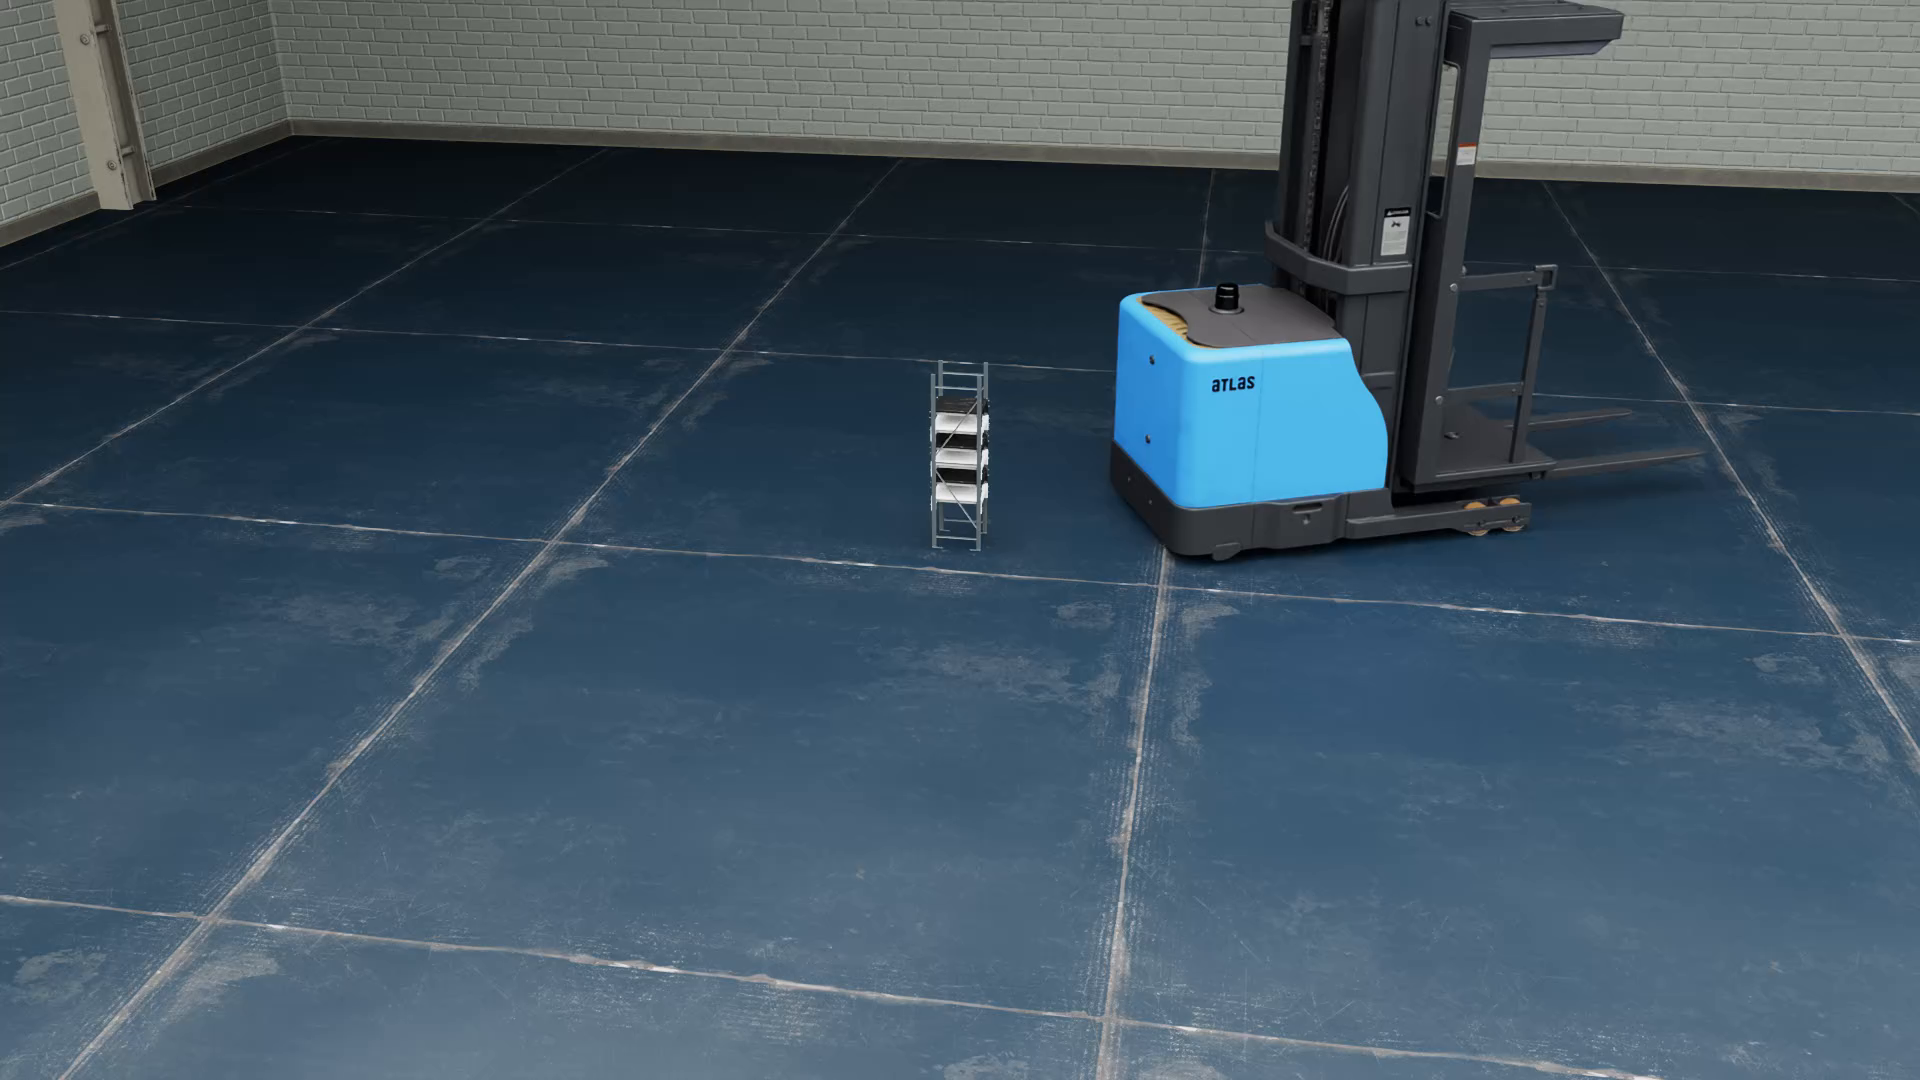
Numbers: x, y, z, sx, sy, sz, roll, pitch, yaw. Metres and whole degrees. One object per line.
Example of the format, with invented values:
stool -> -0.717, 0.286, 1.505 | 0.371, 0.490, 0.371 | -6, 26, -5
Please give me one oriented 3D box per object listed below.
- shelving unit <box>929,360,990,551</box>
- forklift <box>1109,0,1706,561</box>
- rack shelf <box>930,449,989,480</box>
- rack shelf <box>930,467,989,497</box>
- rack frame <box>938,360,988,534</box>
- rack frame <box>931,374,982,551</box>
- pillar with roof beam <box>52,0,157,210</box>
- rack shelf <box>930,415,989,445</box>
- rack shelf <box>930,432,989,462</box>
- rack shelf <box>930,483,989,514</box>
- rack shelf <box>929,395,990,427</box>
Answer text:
shelving unit -> -0.001, -0.404, 8.052 | 0.258, 0.900, 0.210 | 4, 25, 9
forklift -> 2.361, -1.557, 8.118 | 3.031, 2.935, 1.130 | -6, 26, -13
rack shelf -> -0.001, -0.374, 8.066 | 0.258, 0.077, 0.200 | 4, 25, 9
rack shelf -> -0.001, -0.292, 8.104 | 0.258, 0.077, 0.200 | 4, 25, 9
rack frame -> 0.015, -0.447, 8.143 | 0.240, 0.900, 0.006 | 4, 25, 9
rack frame -> -0.018, -0.362, 7.961 | 0.240, 0.900, 0.006 | 4, 25, 9
pillar with roof beam -> -3.024, -6.714, 11.980 | 9.100, 9.000, 0.400 | 4, 25, 9
rack shelf -> -0.001, -0.537, 7.990 | 0.258, 0.077, 0.200 | 4, 25, 9
rack shelf -> -0.001, -0.455, 8.028 | 0.258, 0.077, 0.200 | 4, 25, 9
rack shelf -> -0.001, -0.211, 8.142 | 0.258, 0.077, 0.200 | 4, 25, 9
rack shelf -> -0.001, -0.619, 7.952 | 0.258, 0.077, 0.200 | 4, 25, 9
